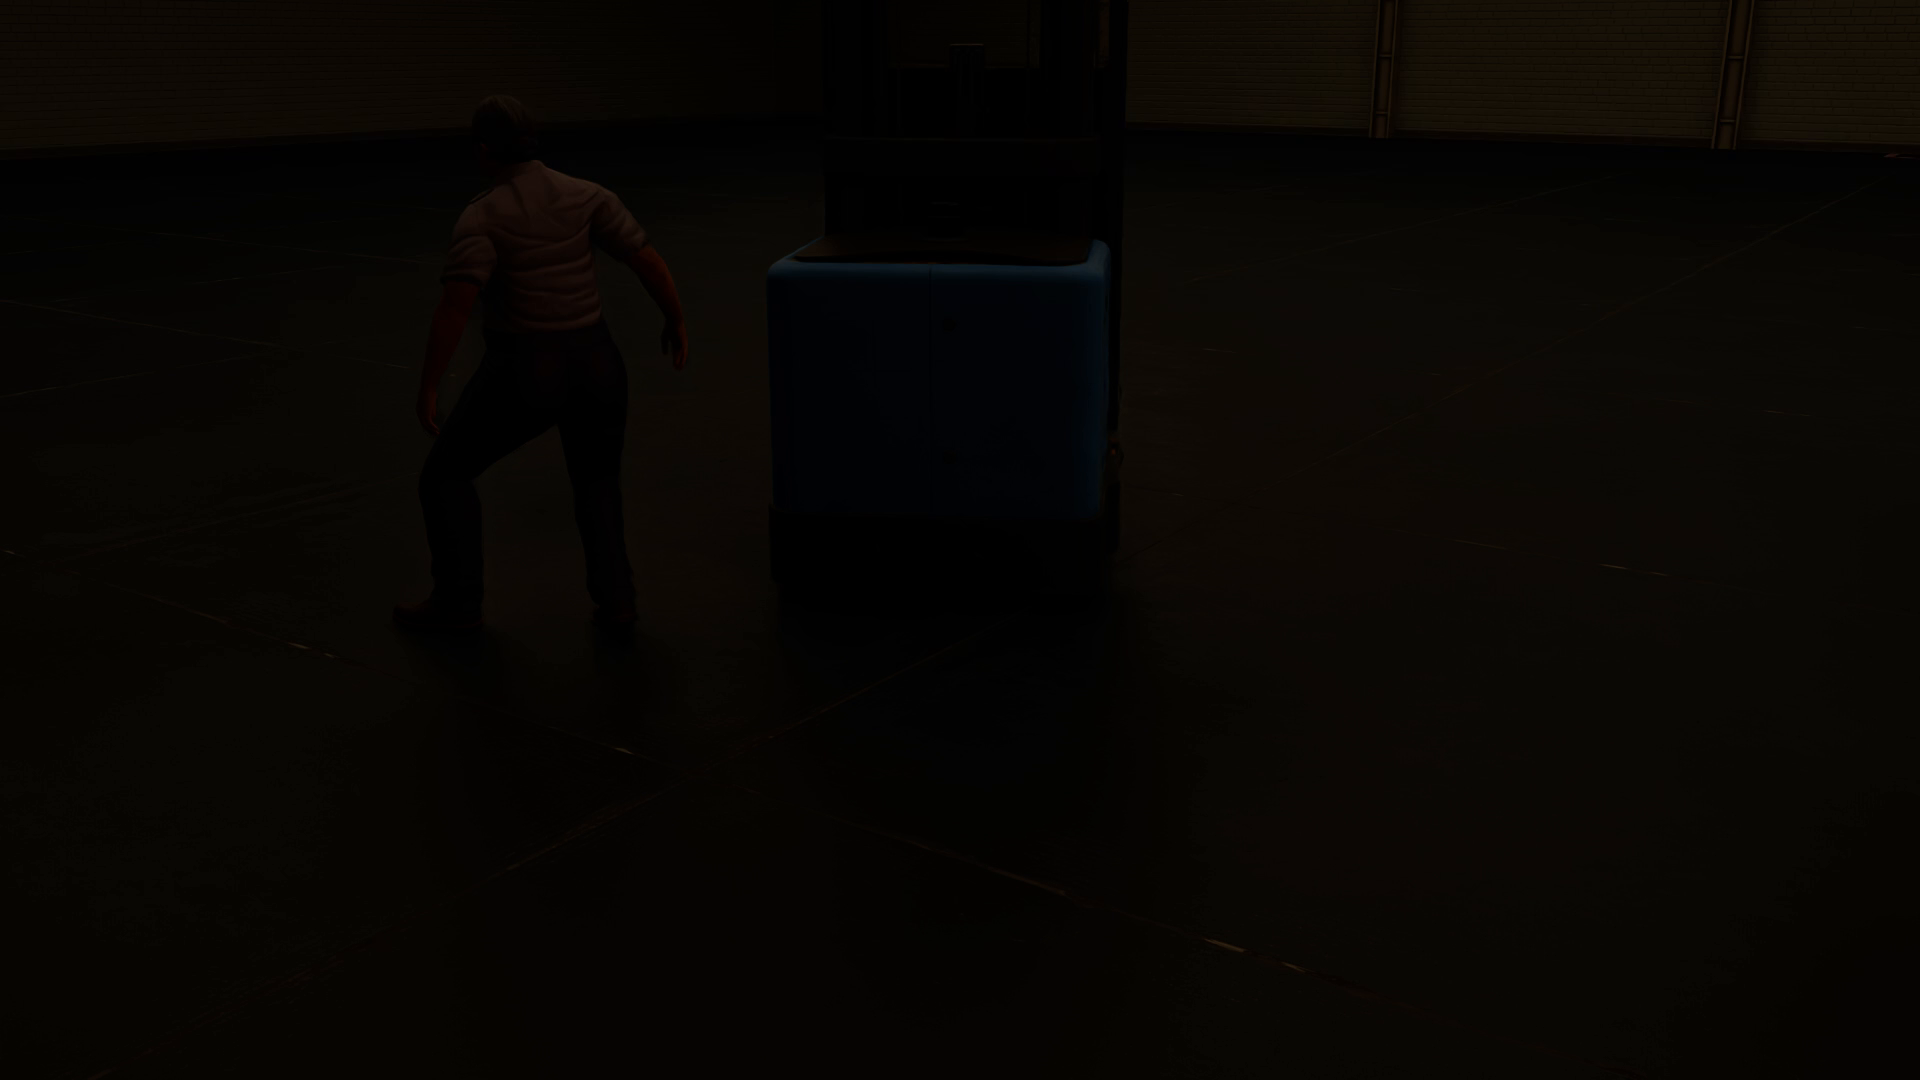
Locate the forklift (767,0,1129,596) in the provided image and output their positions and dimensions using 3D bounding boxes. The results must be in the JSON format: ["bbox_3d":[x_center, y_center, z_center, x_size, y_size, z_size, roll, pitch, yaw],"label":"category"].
[{"bbox_3d":[0.079,-1.607,6.205,1.130,2.935,3.031,2,17,6],"label":"forklift"}]

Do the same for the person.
[{"bbox_3d":[-1.223,-0.501,4.888,0.883,1.571,0.598,-11,20,-32],"label":"person"}]
